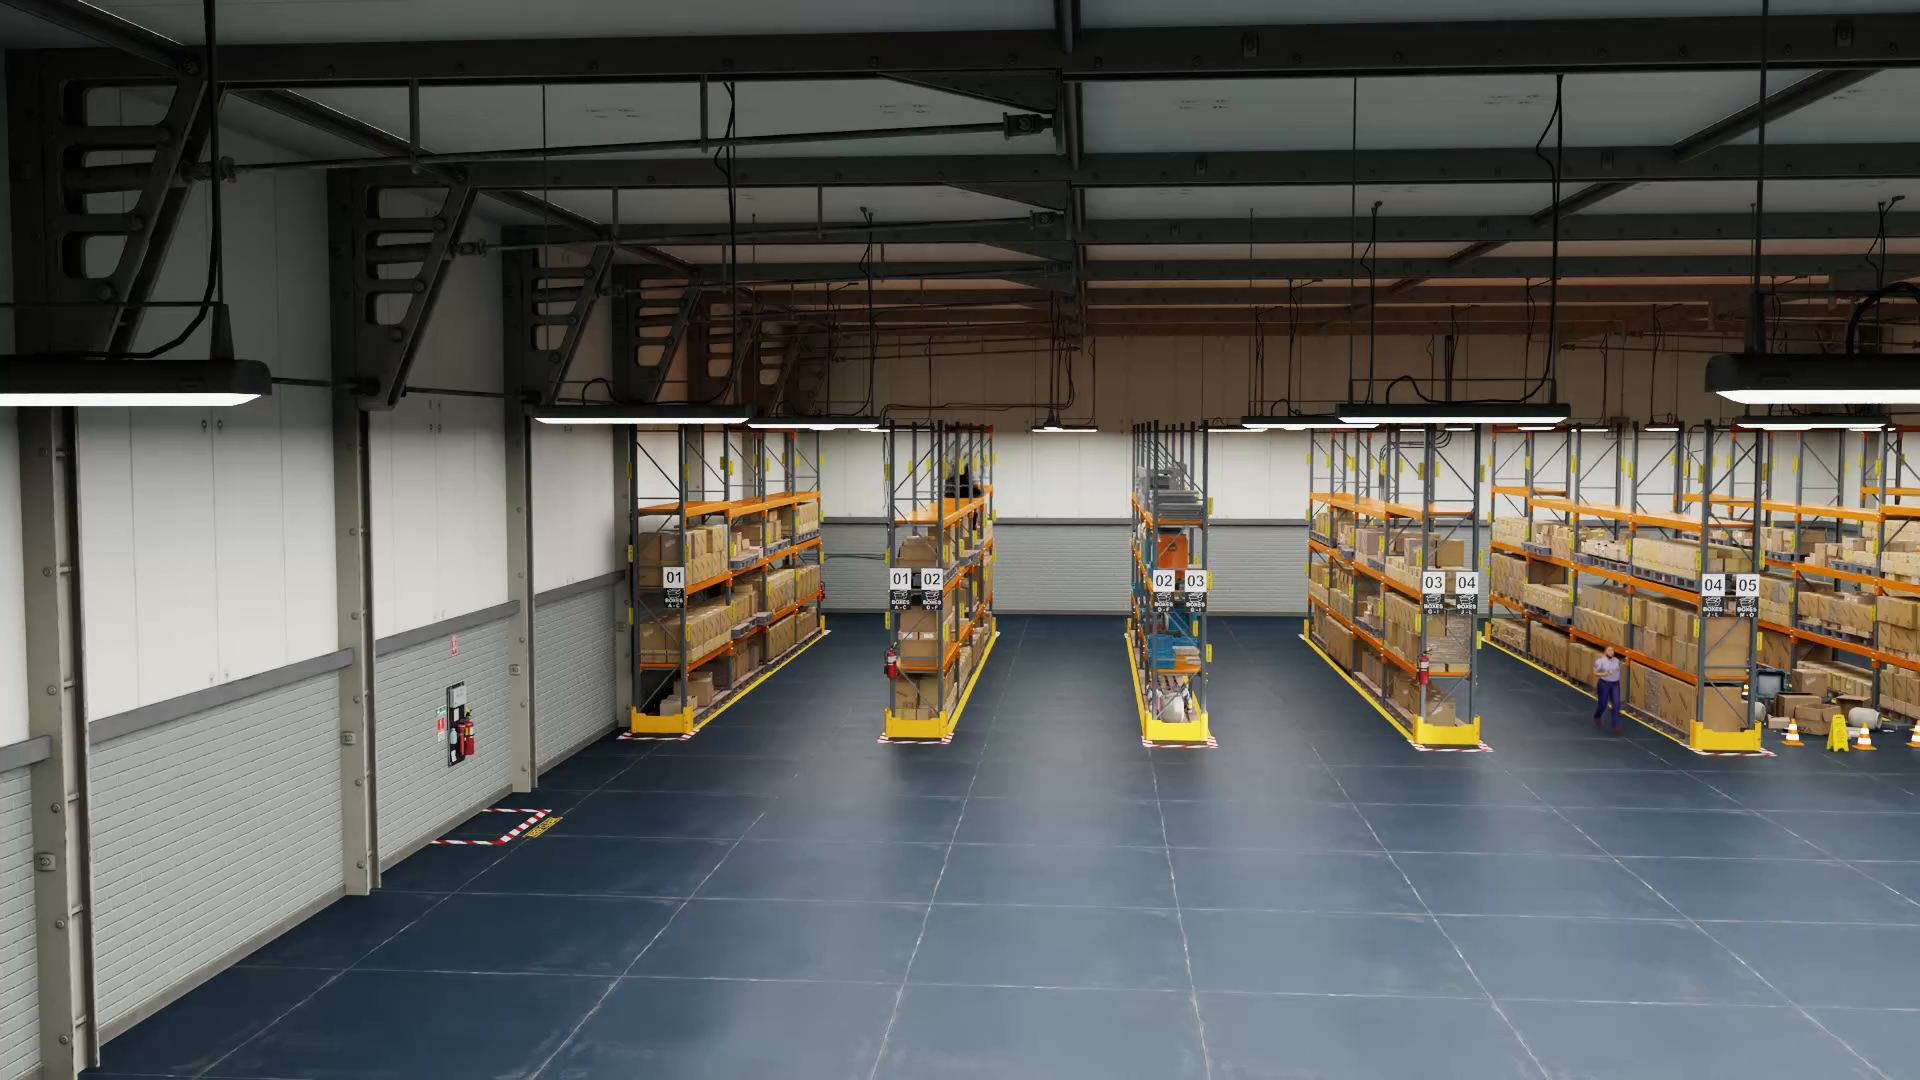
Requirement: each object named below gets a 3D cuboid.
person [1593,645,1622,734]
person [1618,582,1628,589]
[{"bbox_3d":[12.496,2.847,32.059,0.589,1.642,0.904,0,4,1],"label":"person"},{"bbox_3d":[19.193,2.009,47.385,0.955,1.521,0.599,0,4,1],"label":"person"}]
